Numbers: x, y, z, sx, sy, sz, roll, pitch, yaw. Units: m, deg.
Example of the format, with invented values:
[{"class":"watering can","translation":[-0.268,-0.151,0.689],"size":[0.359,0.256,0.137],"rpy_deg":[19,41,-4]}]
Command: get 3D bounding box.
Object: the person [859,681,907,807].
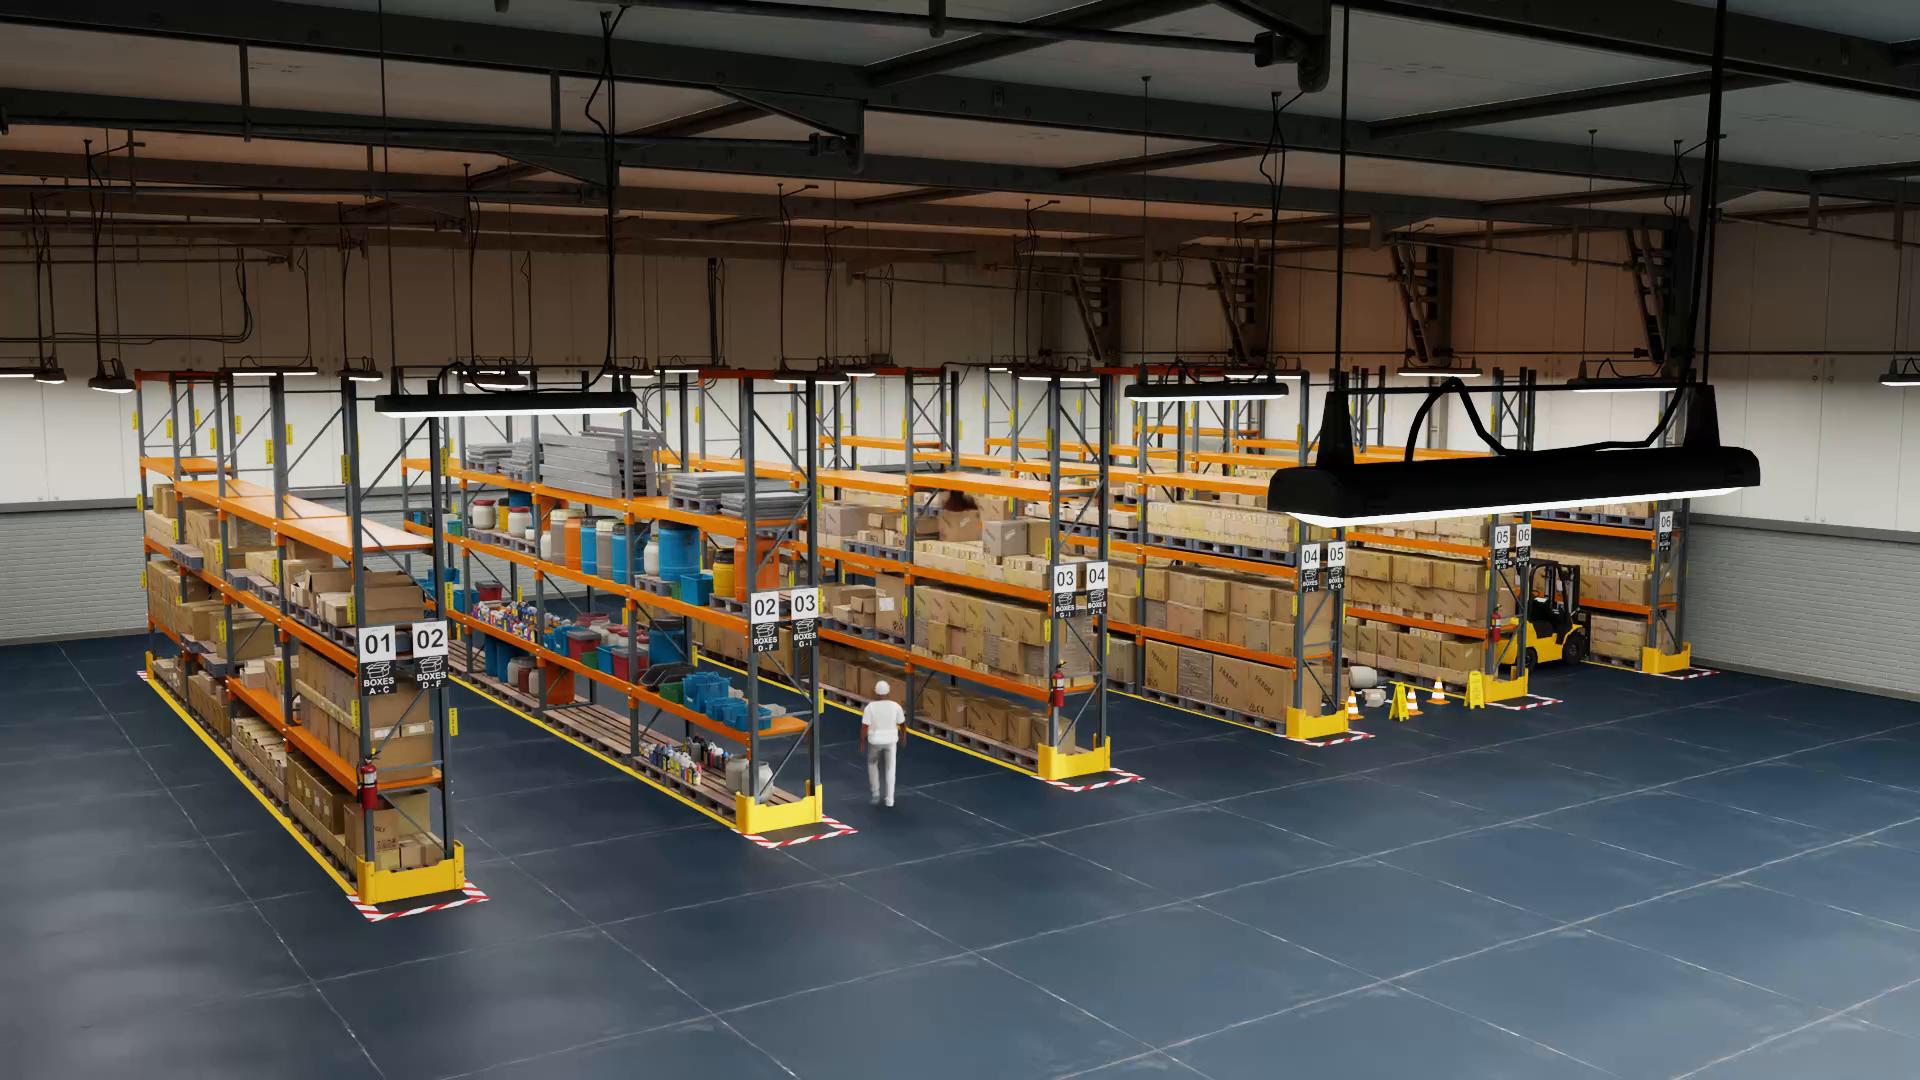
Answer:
[{"class":"person","translation":[-1.075,2.833,23.243],"size":[0.660,1.792,0.485],"rpy_deg":[0,6,-2]}]
